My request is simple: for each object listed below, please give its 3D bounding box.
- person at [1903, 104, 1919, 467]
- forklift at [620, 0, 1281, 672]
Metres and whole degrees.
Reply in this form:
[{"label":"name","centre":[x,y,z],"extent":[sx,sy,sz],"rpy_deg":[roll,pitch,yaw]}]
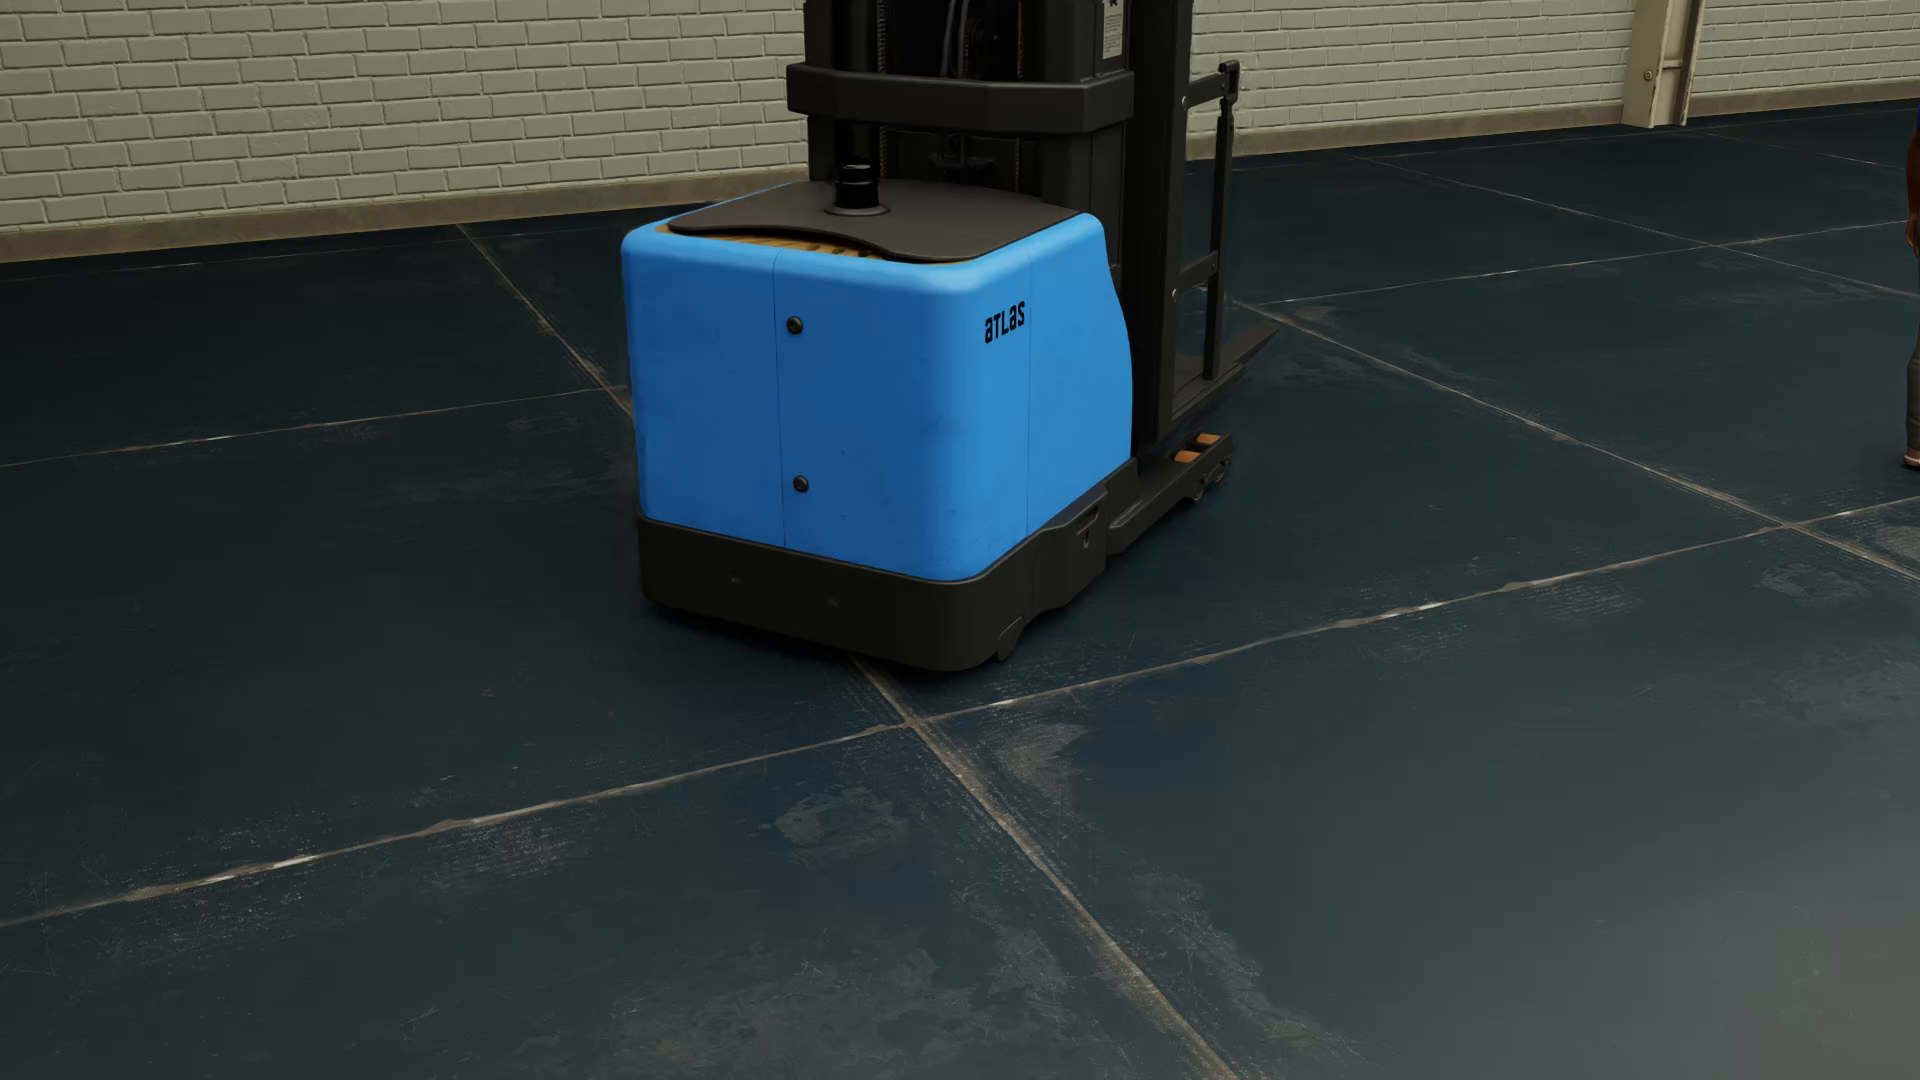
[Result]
[{"label":"person","centre":[3.385,-1.027,5.405],"extent":[0.495,1.654,0.569],"rpy_deg":[-13,26,-29]},{"label":"forklift","centre":[0.261,-1.552,5.022],"extent":[1.130,2.935,3.031],"rpy_deg":[12,25,26]}]
